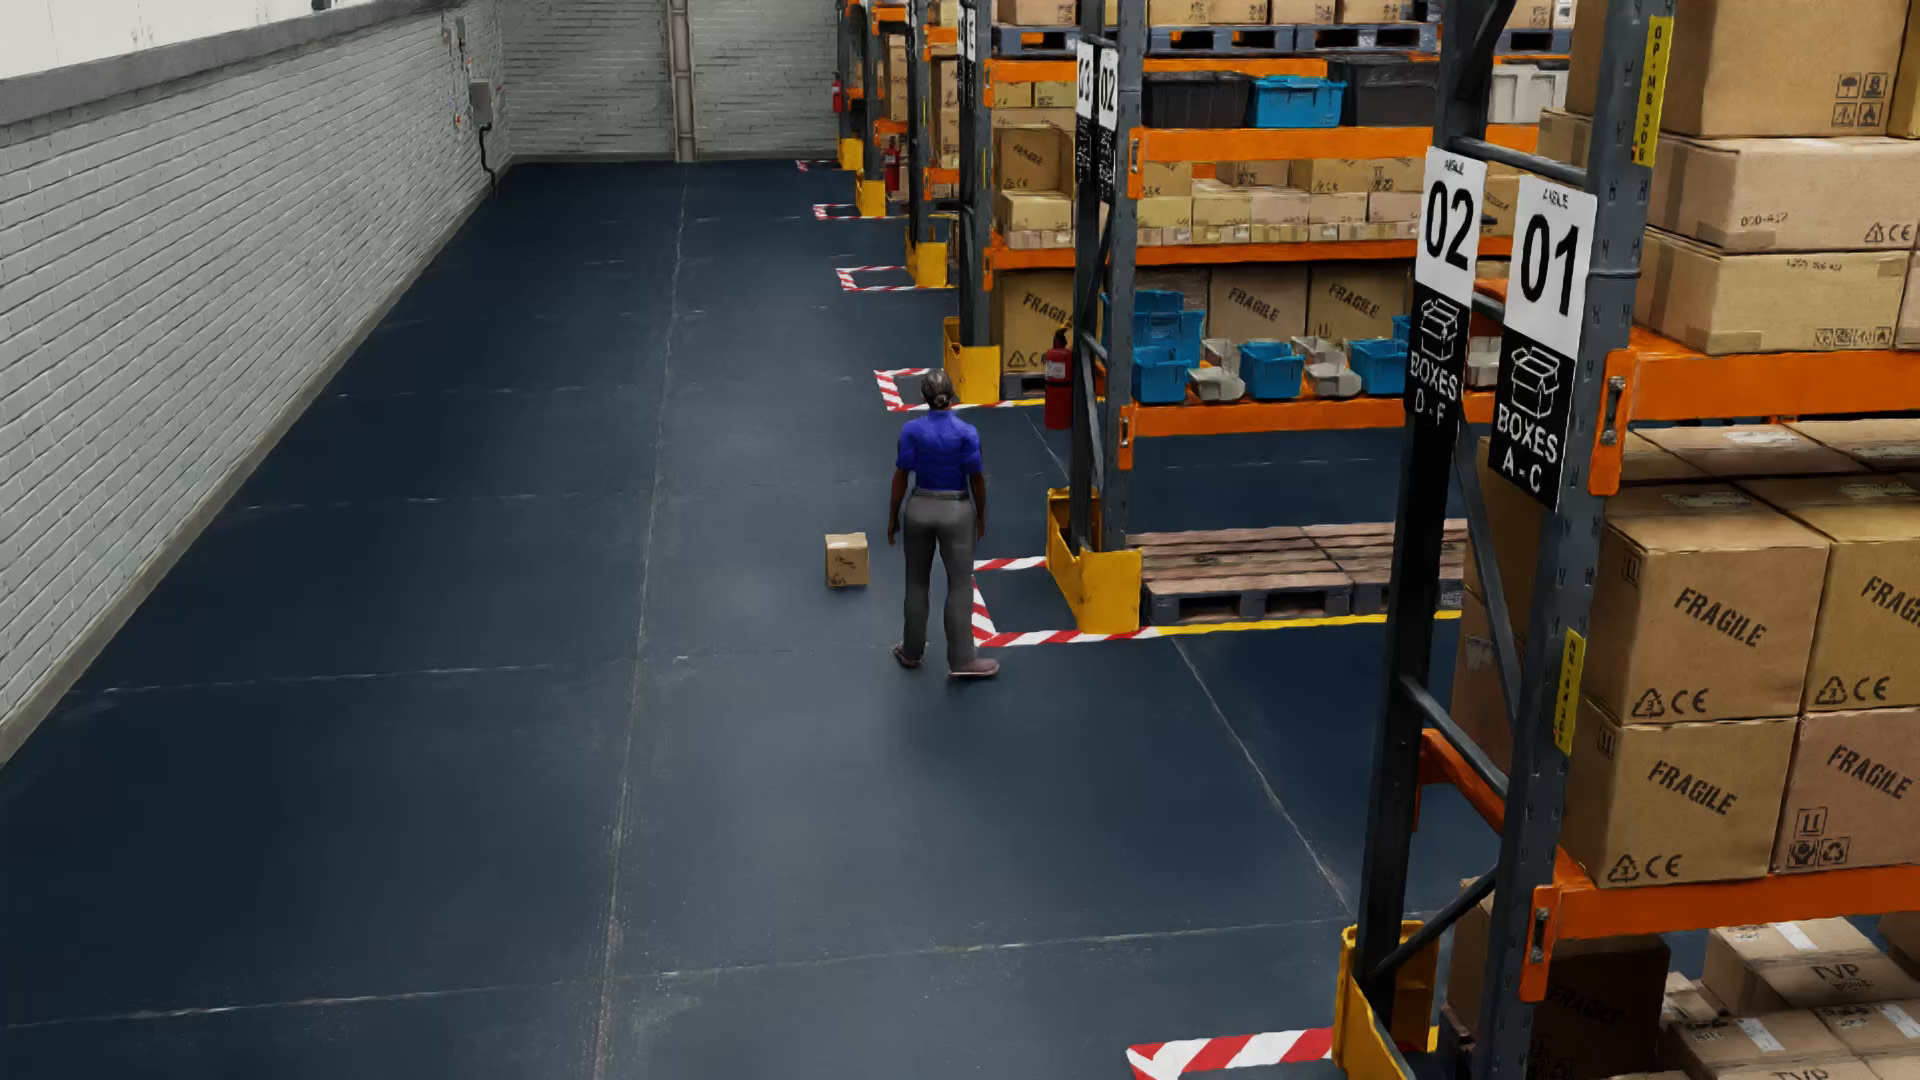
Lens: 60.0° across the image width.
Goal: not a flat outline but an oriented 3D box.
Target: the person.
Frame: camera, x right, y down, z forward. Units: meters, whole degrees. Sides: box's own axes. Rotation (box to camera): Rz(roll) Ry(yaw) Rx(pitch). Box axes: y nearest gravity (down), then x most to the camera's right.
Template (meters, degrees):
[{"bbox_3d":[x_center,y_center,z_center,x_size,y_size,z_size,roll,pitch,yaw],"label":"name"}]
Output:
[{"bbox_3d":[-0.087,-0.092,8.791,0.613,1.666,0.384,4,21,12],"label":"person"}]
